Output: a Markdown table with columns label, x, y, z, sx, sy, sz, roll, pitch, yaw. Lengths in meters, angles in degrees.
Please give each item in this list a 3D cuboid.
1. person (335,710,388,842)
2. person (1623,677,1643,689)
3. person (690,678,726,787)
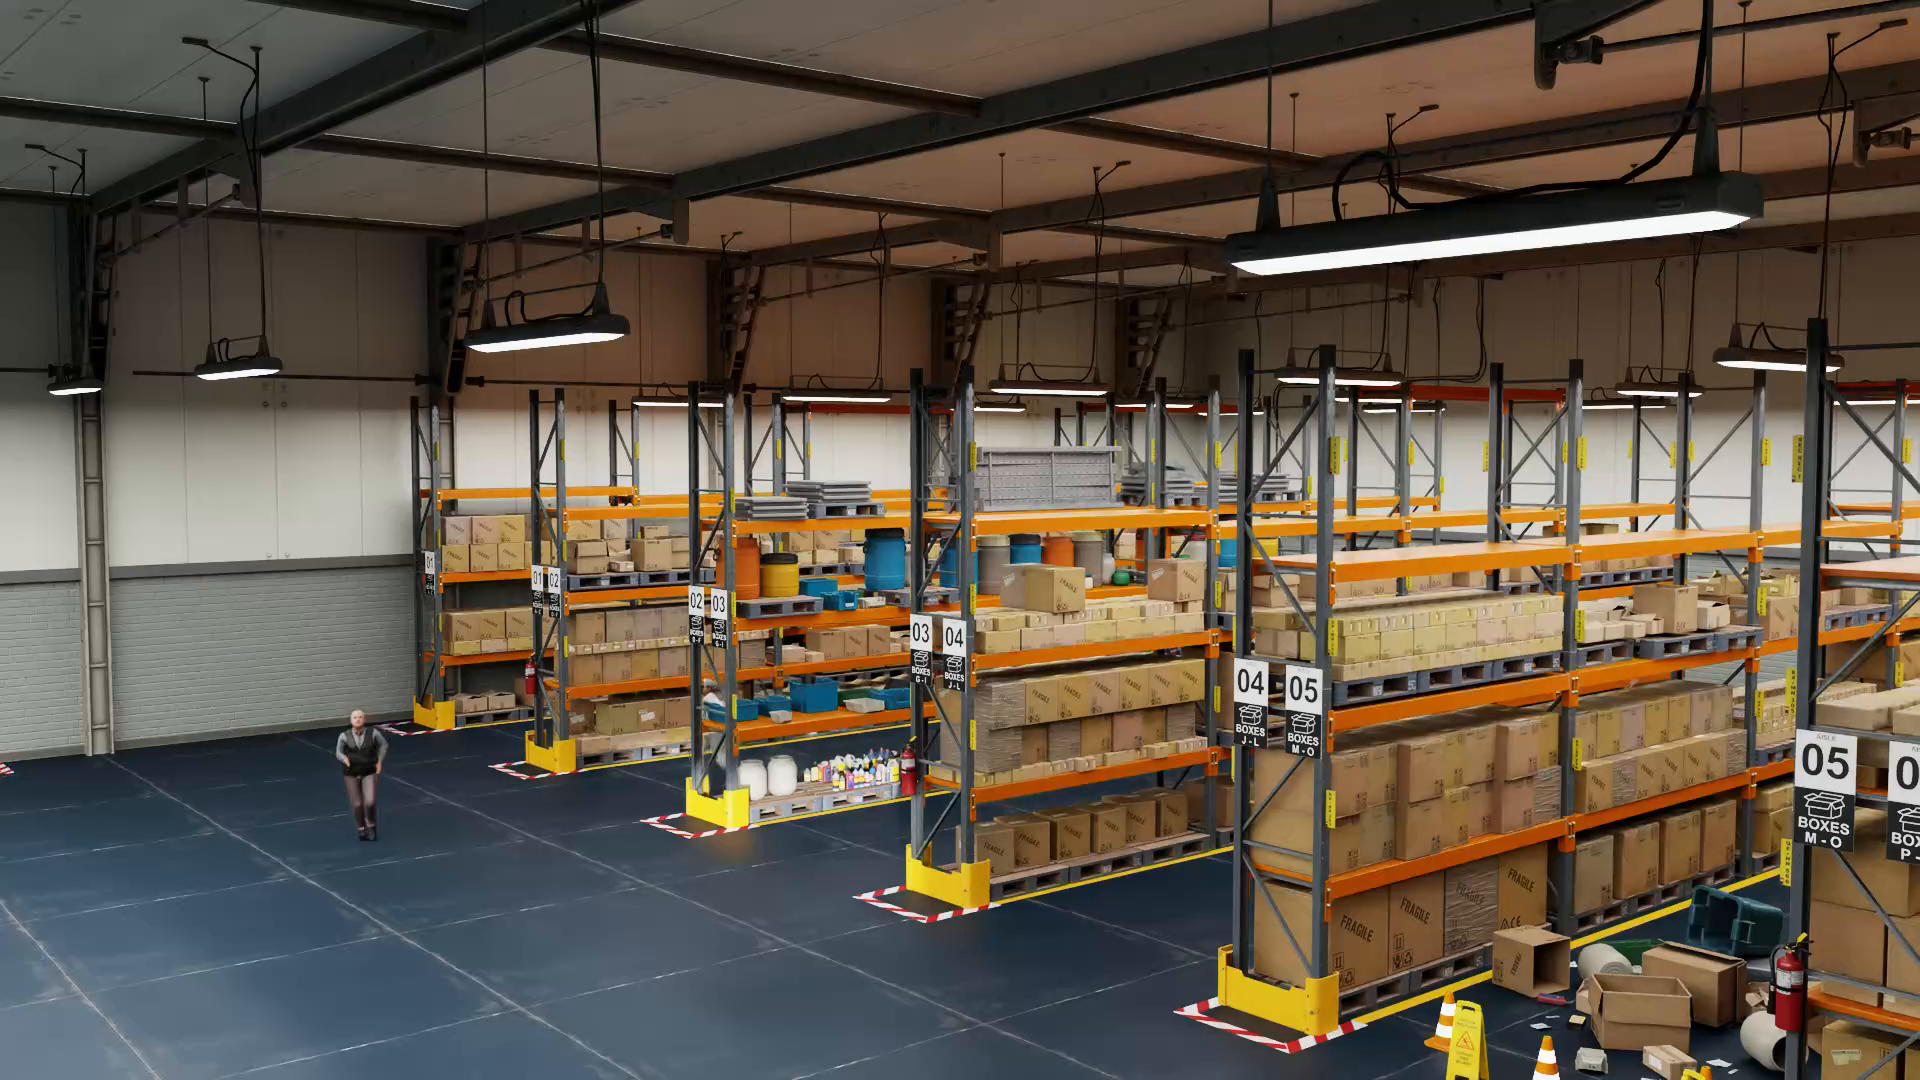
| label | x | y | z | sx | sy | sz | roll | pitch | yaw |
| --- | --- | --- | --- | --- | --- | --- | --- | --- | --- |
| person | -7.716 | 3.051 | 21.432 | 0.633 | 1.712 | 0.689 | -1 | 3 | -14 |
| person | 10.150 | 2.814 | 24.974 | 0.784 | 1.778 | 0.684 | -3 | 4 | -39 |
| person | -3.631 | 2.887 | 24.553 | 0.818 | 1.720 | 0.585 | -3 | 4 | -39 |
